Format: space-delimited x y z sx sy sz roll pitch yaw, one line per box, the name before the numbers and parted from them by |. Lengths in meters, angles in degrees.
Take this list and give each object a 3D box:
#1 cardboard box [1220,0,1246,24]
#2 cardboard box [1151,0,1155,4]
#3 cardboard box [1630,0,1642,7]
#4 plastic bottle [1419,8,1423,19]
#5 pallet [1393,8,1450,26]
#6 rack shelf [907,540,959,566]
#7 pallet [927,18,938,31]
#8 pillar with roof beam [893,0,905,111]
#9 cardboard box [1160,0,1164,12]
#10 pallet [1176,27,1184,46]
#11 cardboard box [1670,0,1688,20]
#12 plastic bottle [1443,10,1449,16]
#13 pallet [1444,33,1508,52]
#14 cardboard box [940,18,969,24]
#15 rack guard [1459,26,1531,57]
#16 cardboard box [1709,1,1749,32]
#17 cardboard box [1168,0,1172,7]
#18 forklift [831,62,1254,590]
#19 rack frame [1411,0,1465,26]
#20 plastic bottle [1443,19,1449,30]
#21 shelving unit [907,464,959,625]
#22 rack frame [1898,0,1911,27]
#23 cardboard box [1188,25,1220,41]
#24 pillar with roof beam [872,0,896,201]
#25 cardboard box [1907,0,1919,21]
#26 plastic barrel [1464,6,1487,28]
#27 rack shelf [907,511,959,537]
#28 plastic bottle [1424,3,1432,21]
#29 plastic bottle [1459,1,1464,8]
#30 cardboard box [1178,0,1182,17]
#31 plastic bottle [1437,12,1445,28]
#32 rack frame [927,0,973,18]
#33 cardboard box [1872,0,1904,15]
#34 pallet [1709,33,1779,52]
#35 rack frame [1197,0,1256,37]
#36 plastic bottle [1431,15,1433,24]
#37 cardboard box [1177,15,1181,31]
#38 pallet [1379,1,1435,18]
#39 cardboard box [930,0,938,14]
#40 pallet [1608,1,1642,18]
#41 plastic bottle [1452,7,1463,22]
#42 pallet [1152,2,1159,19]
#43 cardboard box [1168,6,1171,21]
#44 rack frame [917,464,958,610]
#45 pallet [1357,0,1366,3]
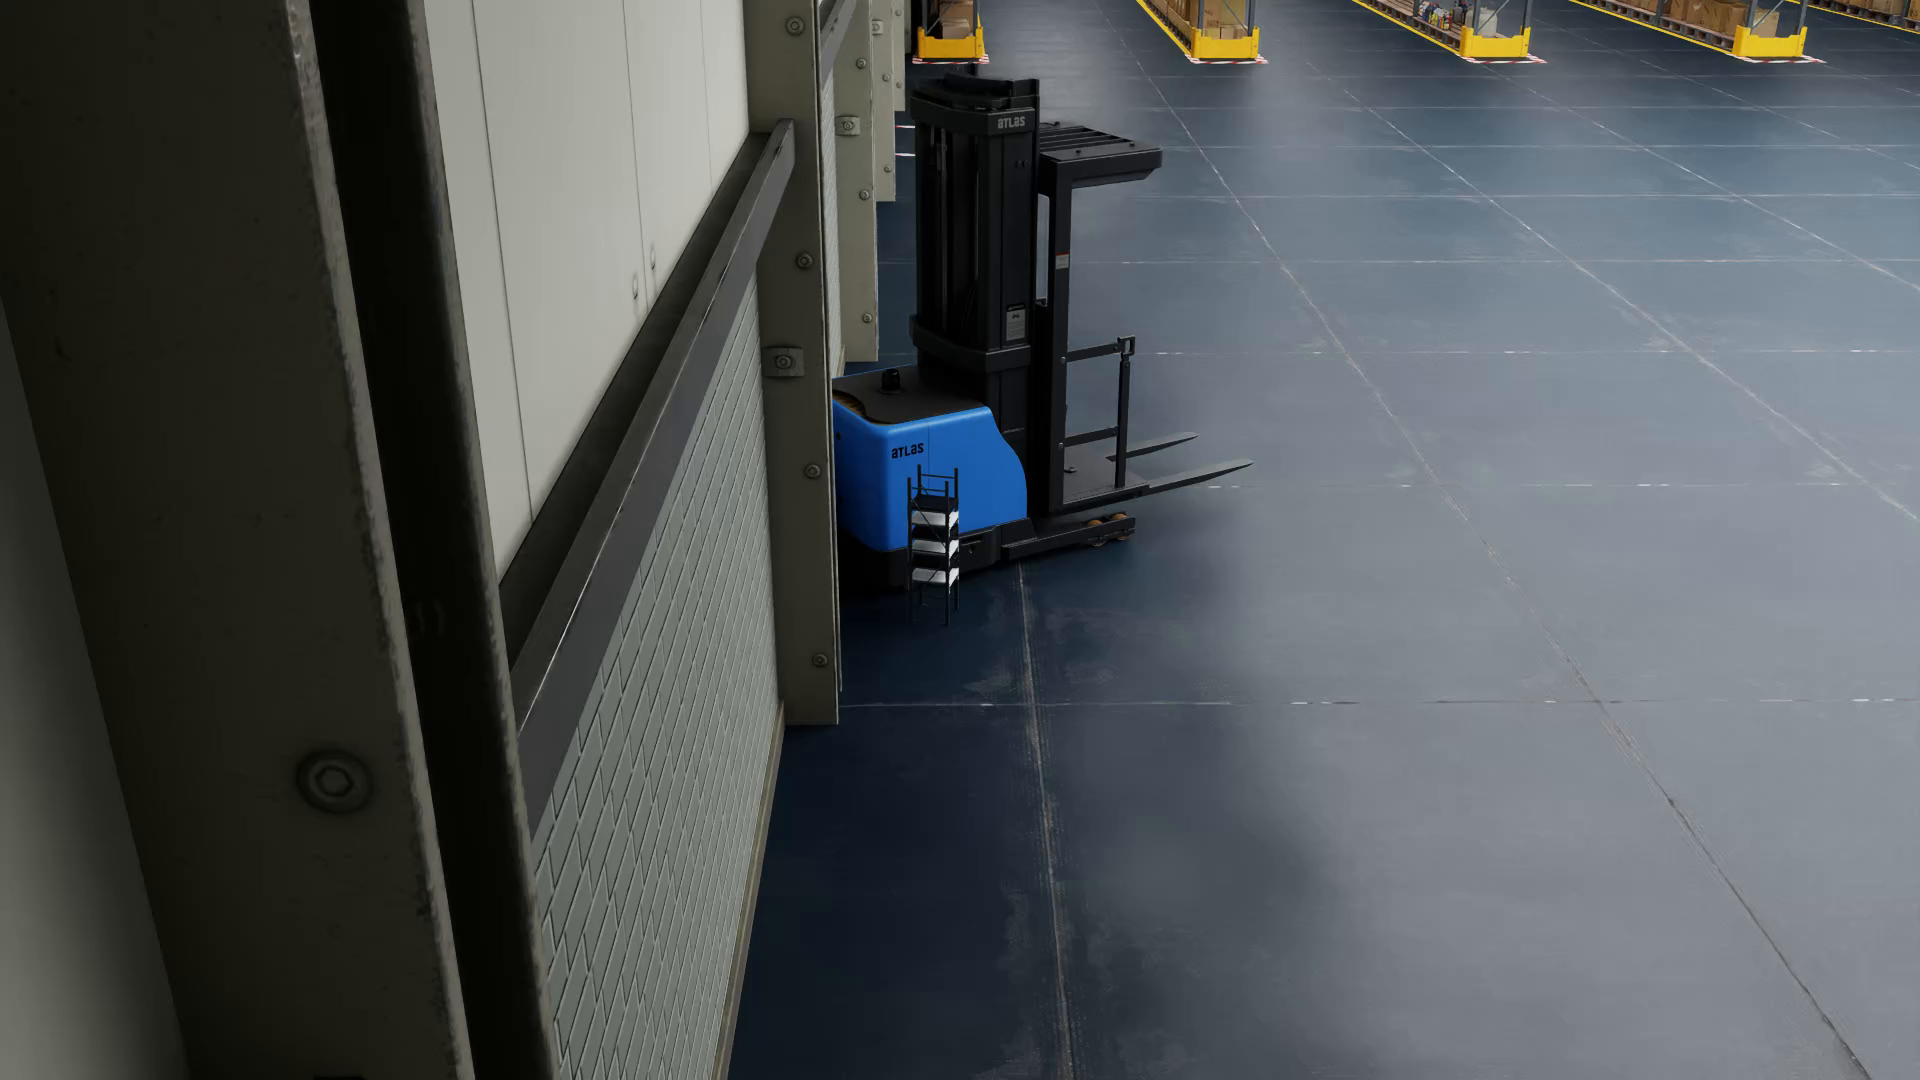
cardboard box | 4.982 -9.826 30.753 0.500 0.500 0.500 0 24 -1
cardboard box | 4.415 -11.714 35.838 0.500 0.250 0.500 -1 24 -2
cardboard box | 14.657 -11.551 35.149 0.700 0.500 0.500 -2 24 -5
plastic bottle | 9.248 -10.537 33.270 0.097 0.201 0.097 0 24 0
pallet | 9.635 -10.840 34.461 1.003 0.211 1.213 0 24 -1
rack shelf | -0.153 0.060 9.607 0.258 0.077 0.200 6 25 14
pallet | -0.182 -10.195 33.036 1.003 0.211 1.213 0 24 -1
pillar with roof beam | 3.317 -10.659 23.397 9.100 9.000 0.400 0 24 -1
cardboard box | 4.431 -11.083 34.441 0.500 0.250 0.500 -1 24 -1
pallet | 4.712 -9.664 31.861 1.003 0.211 1.213 0 24 -1
cardboard box | 14.599 -10.696 33.284 0.500 0.500 0.500 -1 24 -2
plastic bottle | 9.430 -10.170 32.367 0.152 0.276 0.135 0 24 -1
pallet | 9.674 -9.234 30.910 1.003 0.211 1.213 0 24 -1
cardboard box | -0.105 -9.590 31.042 0.500 0.311 0.500 2 24 4
rack guard | 9.678 -9.031 30.111 1.175 0.500 0.348 0 24 -1
cardboard box | 14.660 -9.975 31.688 0.500 0.500 0.500 2 24 4
cardboard box | 4.421 -10.854 33.025 0.500 0.500 0.500 0 24 -1
forklift | 0.543 -1.467 10.438 3.031 2.935 1.130 -14 28 -28
rack frame | 9.682 -11.787 33.171 1.000 3.000 0.127 0 24 -1
plastic bottle | 9.267 -9.819 31.682 0.097 0.201 0.097 0 24 0
shelving unit | -0.153 0.029 9.593 0.258 0.900 0.210 6 25 14
rack frame | 19.596 -11.790 33.178 1.000 3.000 0.127 0 24 -1
cardboard box | 4.471 -9.276 30.447 0.500 0.250 0.500 0 24 -1
pillar with roof beam | 3.382 -8.187 17.931 9.100 9.000 0.400 0 24 -1
cardboard box | 19.532 -10.753 32.955 0.875 0.875 0.875 0 24 0
plastic barrel | 9.637 -9.674 31.008 0.421 0.512 0.421 0 24 0
rack shelf | -0.153 -0.104 9.533 0.258 0.077 0.200 6 25 14
plastic bottle | 9.276 -10.446 32.887 0.144 0.351 0.185 0 24 1
plastic bottle | 9.977 -10.516 33.042 0.144 0.351 0.185 -1 24 -2
cardboard box | 4.439 -10.236 31.659 0.500 0.500 0.500 0 24 -1
plastic bottle | 9.290 -10.014 32.023 0.152 0.276 0.135 -1 24 -2
rack frame | -0.224 -11.742 33.073 1.000 3.000 0.127 0 24 -1
cardboard box | 19.499 -11.211 34.119 1.050 0.750 0.750 0 24 -1
pallet | 14.704 -9.256 30.960 1.003 0.211 1.213 0 24 -1
rack frame | 4.773 -10.118 29.481 1.000 3.000 0.127 0 24 -1
plastic bottle | 9.258 -10.183 32.487 0.097 0.201 0.097 0 24 0
cardboard box | 4.443 -9.894 31.813 0.500 0.250 0.500 0 24 -1
pallet | 9.618 -11.344 35.575 1.003 0.211 1.213 0 24 -1
cardboard box | -0.249 -11.107 34.168 0.700 0.500 0.500 1 24 1
pallet | 14.609 -11.363 35.619 1.003 0.211 1.213 0 24 -1
plastic bottle | 9.832 -10.392 32.859 0.152 0.276 0.135 0 24 -1
pallet | 4.666 -11.303 35.485 1.003 0.211 1.213 0 24 -1
cardboard box | 4.431 -10.512 33.180 0.500 0.250 0.500 0 24 -1
rack frame | -0.127 -0.011 9.683 0.240 0.900 0.006 6 25 14
pallet | 9.588 -12.489 38.108 1.003 0.211 1.213 0 24 -1
